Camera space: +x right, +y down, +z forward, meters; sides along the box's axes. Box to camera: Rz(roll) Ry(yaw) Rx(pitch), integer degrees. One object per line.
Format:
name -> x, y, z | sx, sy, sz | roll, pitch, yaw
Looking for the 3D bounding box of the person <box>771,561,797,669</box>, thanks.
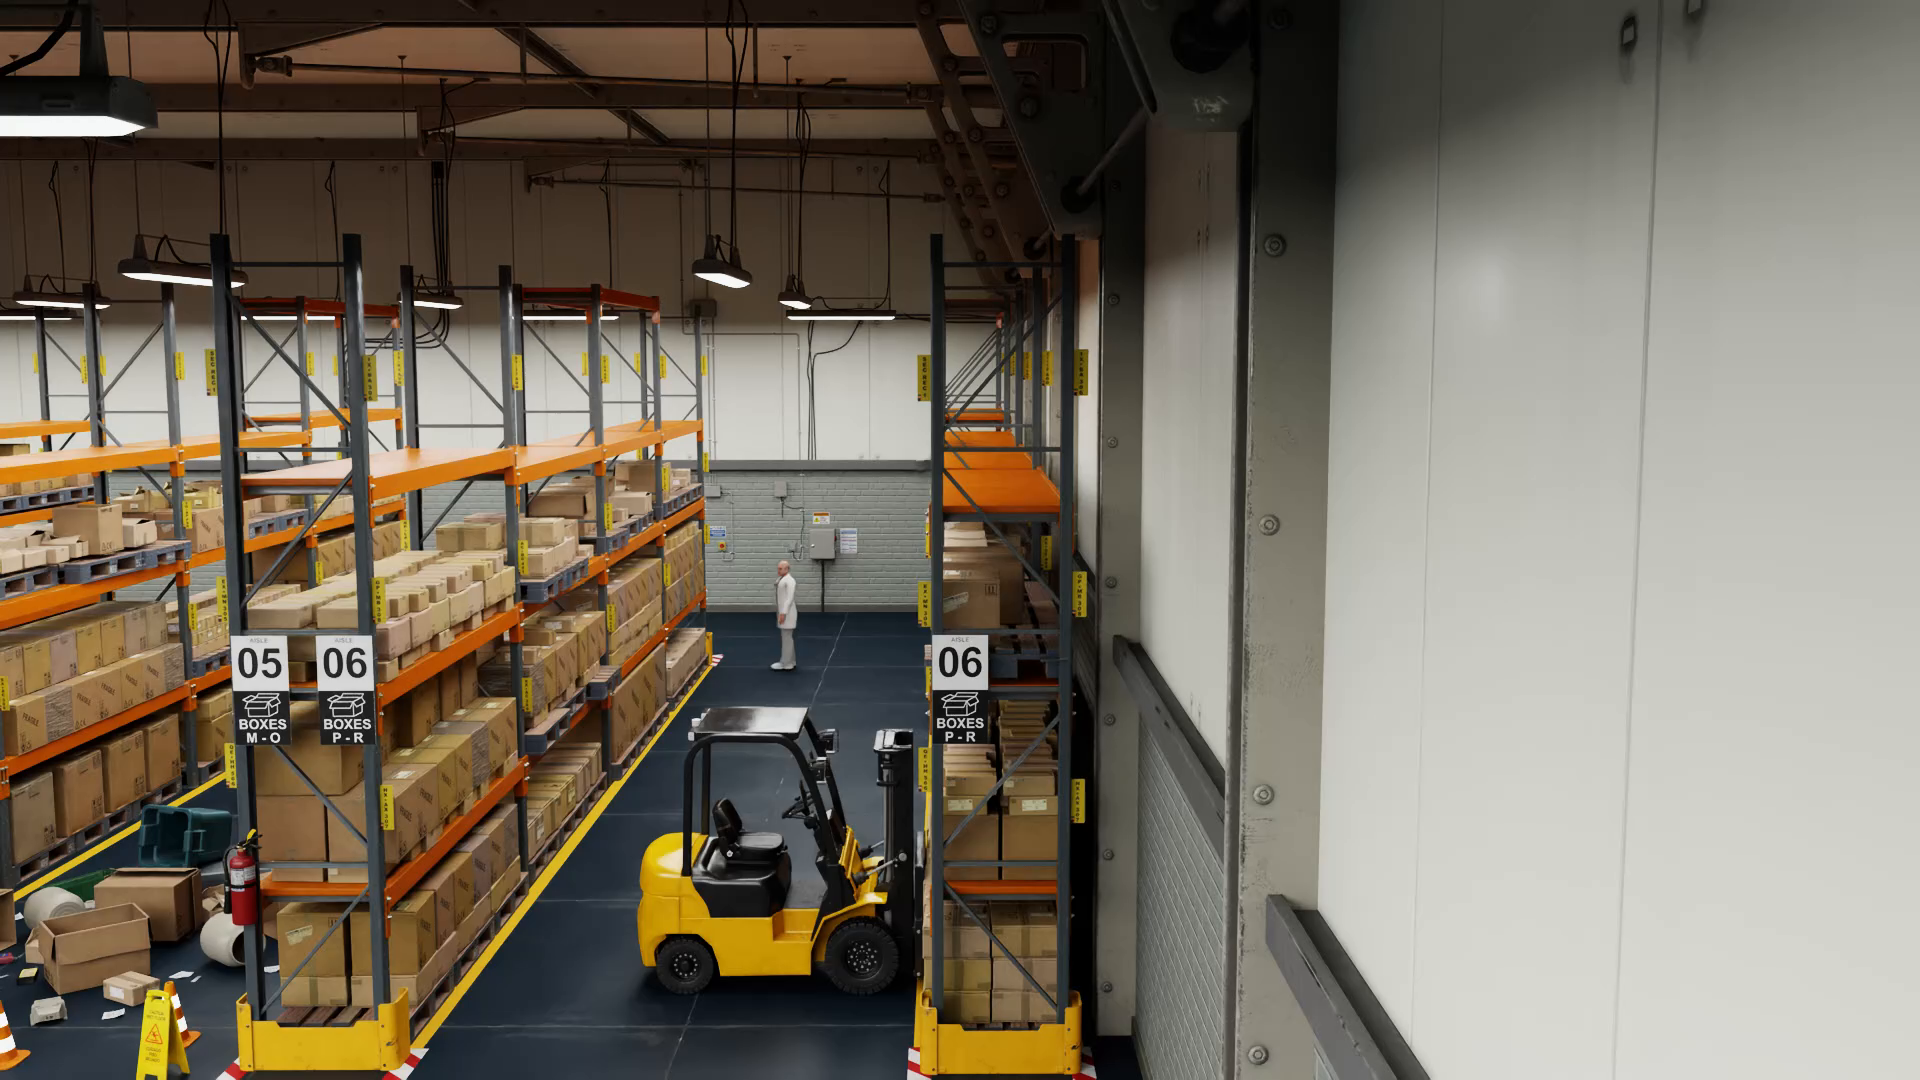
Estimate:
person -> -2.933, 1.287, 27.512 | 0.474, 1.683, 0.604 | -2, 7, -21
